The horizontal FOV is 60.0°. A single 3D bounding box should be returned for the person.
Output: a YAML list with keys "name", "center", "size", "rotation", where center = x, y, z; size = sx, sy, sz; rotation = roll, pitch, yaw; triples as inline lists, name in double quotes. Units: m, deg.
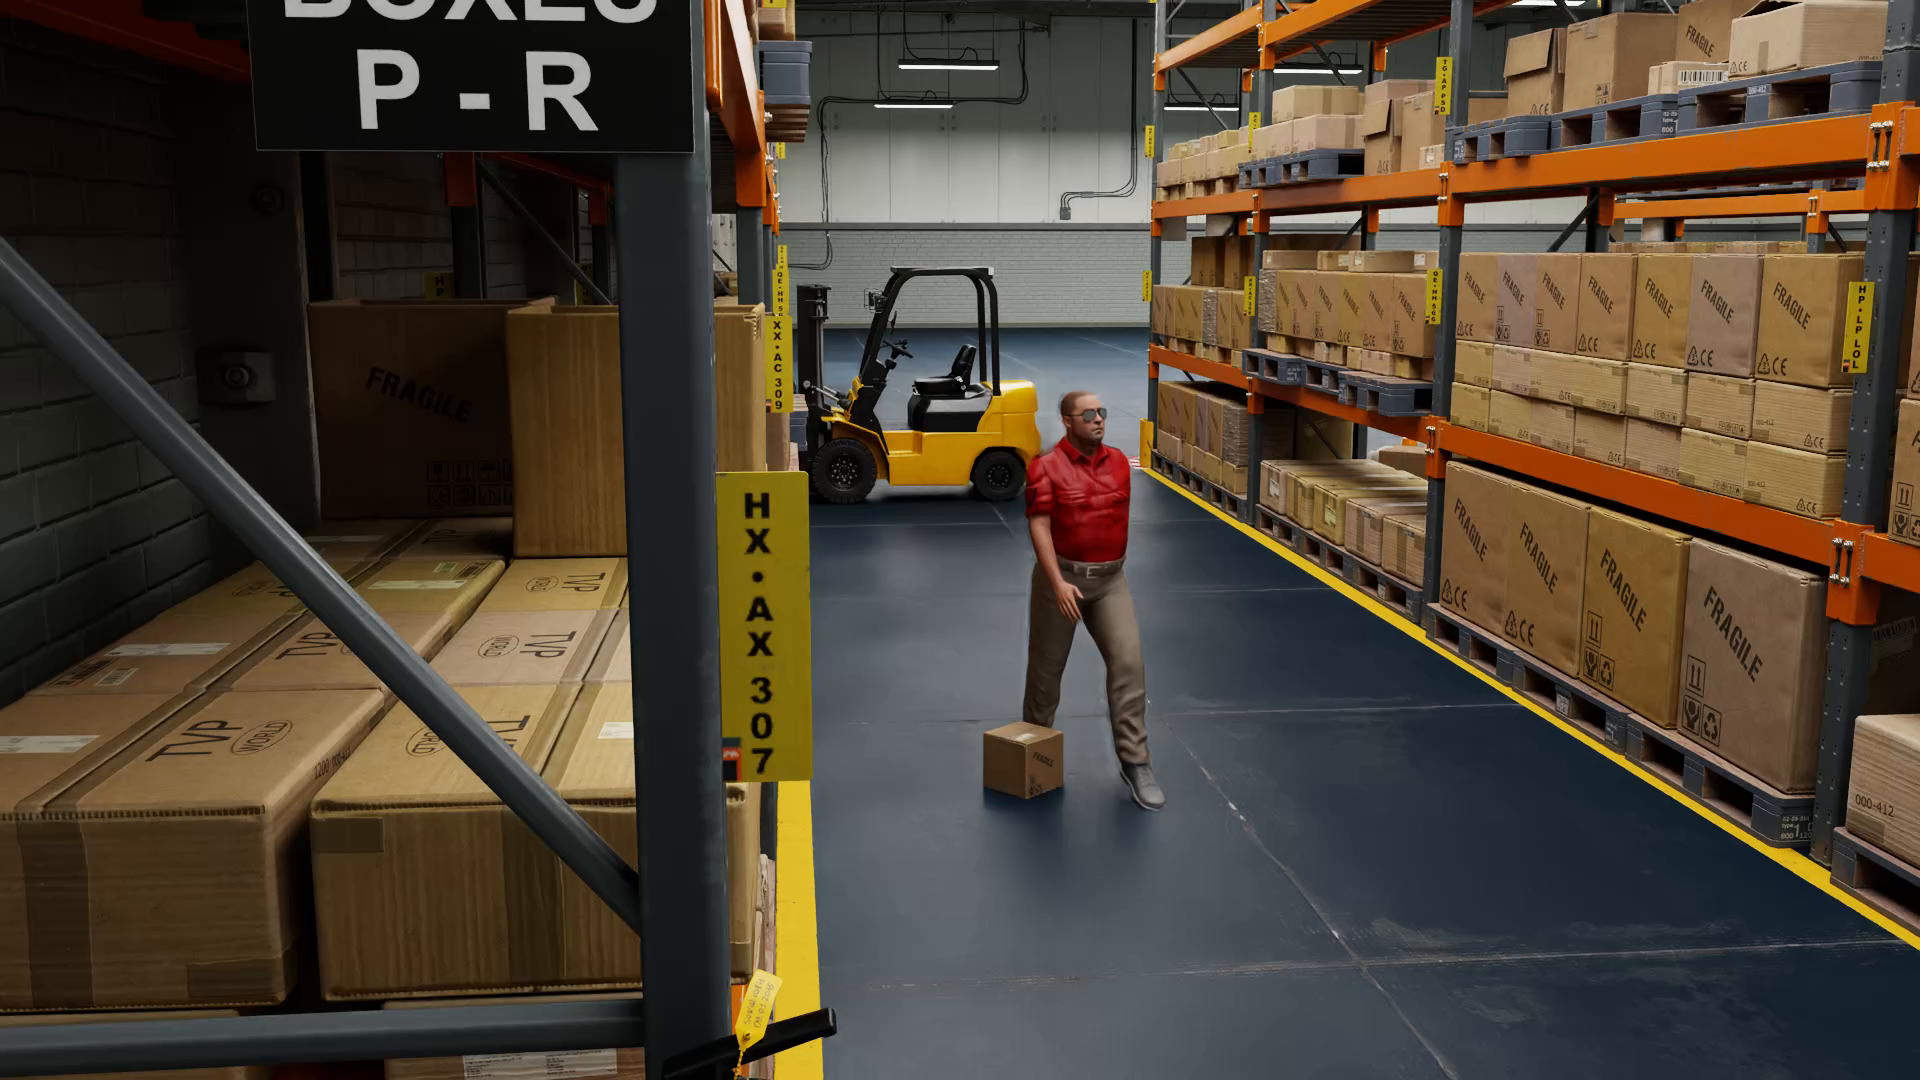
- name: "person"
  center: [0.548, 0.228, 7.185]
  size: [0.540, 1.746, 0.878]
  rotation: [-4, 11, -20]
